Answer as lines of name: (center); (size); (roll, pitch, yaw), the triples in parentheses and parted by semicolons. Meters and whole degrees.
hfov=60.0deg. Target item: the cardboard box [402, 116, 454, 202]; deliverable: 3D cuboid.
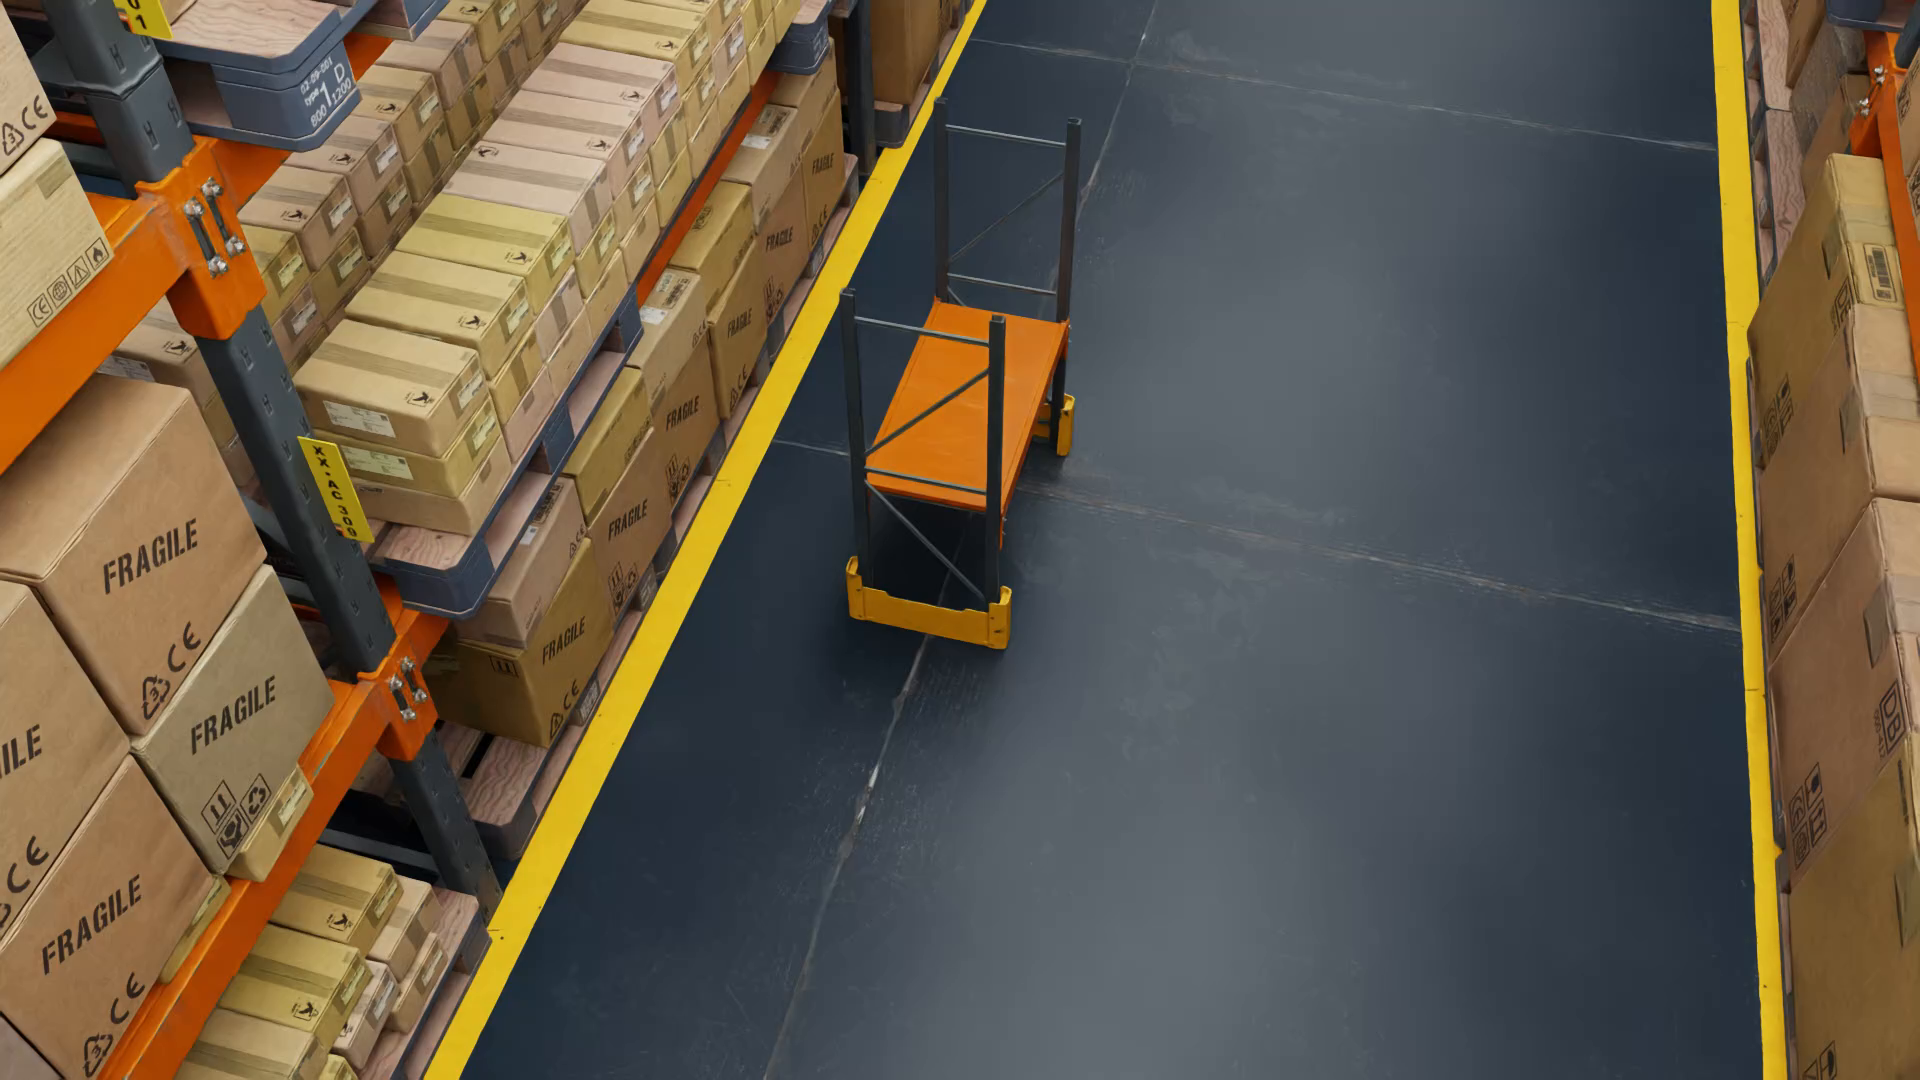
cardboard box: (-1.752, -1.163, 4.965); (0.380, 0.149, 0.250); (9, 49, 8)

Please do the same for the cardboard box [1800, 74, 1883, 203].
cardboard box: (4.028, -1.574, 7.012); (0.700, 0.500, 0.500); (9, 49, 8)

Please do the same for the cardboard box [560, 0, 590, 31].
cardboard box: (-1.478, -1.813, 5.737); (0.380, 0.149, 0.250); (13, 50, 11)

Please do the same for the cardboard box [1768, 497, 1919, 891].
cardboard box: (3.202, 0.577, 4.877); (1.225, 0.875, 0.875); (10, 49, 9)

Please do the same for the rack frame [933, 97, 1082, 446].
rack frame: (0.156, -0.926, 6.067); (0.500, 1.500, 0.032); (12, 50, 10)

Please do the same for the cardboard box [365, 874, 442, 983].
cardboard box: (-1.716, 1.071, 4.727); (0.380, 0.149, 0.250); (12, 50, 11)

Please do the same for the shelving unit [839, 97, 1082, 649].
shelving unit: (0.020, -0.551, 5.736); (0.587, 1.500, 1.083); (12, 50, 10)

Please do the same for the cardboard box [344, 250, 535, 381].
cardboard box: (-1.325, -0.576, 4.248); (0.380, 0.149, 0.250); (13, 50, 11)

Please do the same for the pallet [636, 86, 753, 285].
pallet: (-1.369, -1.316, 5.538); (1.003, 0.211, 1.213); (12, 50, 10)

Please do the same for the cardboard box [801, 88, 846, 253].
cardboard box: (-0.808, -1.603, 7.051); (0.500, 0.500, 0.500); (11, 50, 10)

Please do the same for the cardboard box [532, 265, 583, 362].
cardboard box: (-1.259, -0.649, 4.511); (0.380, 0.149, 0.250); (13, 50, 11)

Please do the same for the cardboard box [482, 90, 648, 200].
cardboard box: (-1.120, -1.126, 4.734); (0.380, 0.149, 0.250); (11, 50, 10)

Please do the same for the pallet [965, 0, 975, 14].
pallet: (-0.284, -3.331, 9.049); (1.003, 0.211, 1.213); (12, 50, 10)

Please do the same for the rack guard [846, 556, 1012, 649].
rack guard: (-0.111, 0.222, 5.887); (0.587, 0.250, 0.087); (12, 50, 10)

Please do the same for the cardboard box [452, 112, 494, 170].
cardboard box: (-1.687, -1.251, 5.241); (0.380, 0.149, 0.250); (14, 50, 12)

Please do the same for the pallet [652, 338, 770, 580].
pallet: (-1.417, -0.452, 6.508); (1.003, 0.211, 1.213); (12, 50, 10)

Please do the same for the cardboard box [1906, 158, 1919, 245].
cardboard box: (3.347, -1.129, 5.179); (0.500, 0.500, 0.500); (10, 49, 9)

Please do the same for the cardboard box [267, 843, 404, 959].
cardboard box: (-1.783, 0.990, 4.600); (0.380, 0.149, 0.250); (13, 50, 11)

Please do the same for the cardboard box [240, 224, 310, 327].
cardboard box: (-1.953, -0.702, 4.360); (0.380, 0.149, 0.250); (10, 49, 9)

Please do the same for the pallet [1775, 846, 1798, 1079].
pallet: (2.949, 1.476, 4.807); (1.003, 0.211, 1.213); (12, 50, 10)

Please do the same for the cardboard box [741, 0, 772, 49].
cardboard box: (-0.847, -1.781, 5.511); (0.380, 0.149, 0.250); (11, 50, 10)

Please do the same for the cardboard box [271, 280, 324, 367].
cardboard box: (-1.958, -0.598, 4.466); (0.380, 0.149, 0.250); (12, 50, 10)

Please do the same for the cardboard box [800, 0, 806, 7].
cardboard box: (-0.708, -2.062, 5.957); (0.380, 0.149, 0.250); (12, 50, 11)

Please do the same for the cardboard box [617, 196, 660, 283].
cardboard box: (-1.122, -0.923, 4.951); (0.380, 0.149, 0.250); (10, 49, 8)

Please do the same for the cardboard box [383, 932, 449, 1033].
cardboard box: (-1.715, 1.230, 4.786); (0.380, 0.149, 0.250); (12, 50, 11)

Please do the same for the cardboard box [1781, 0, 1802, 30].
cardboard box: (4.451, -2.793, 8.088); (0.700, 0.500, 0.500); (8, 49, 7)

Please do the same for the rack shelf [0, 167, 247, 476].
rack shelf: (-2.466, 0.766, 2.052); (1.077, 0.370, 4.000); (12, 50, 10)

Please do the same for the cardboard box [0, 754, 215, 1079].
cardboard box: (-1.933, 0.724, 3.346); (0.500, 0.500, 0.500); (10, 49, 9)

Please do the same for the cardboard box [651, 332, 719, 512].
cardboard box: (-1.227, -0.484, 6.064); (0.500, 0.500, 0.500); (12, 50, 11)

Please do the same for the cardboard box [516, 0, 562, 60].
cardboard box: (-1.546, -1.732, 5.467); (0.380, 0.149, 0.250); (11, 50, 10)

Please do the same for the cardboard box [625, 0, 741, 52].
cardboard box: (-0.916, -1.692, 5.233); (0.380, 0.149, 0.250); (14, 50, 12)

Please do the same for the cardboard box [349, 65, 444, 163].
cardboard box: (-1.746, -1.255, 4.848); (0.380, 0.149, 0.250); (10, 49, 9)

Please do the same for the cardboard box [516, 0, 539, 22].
cardboard box: (-1.540, -1.825, 5.350); (0.380, 0.149, 0.250); (13, 50, 11)

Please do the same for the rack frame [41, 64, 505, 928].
rack frame: (-1.940, 0.074, 4.184); (1.000, 3.000, 0.127); (12, 50, 10)

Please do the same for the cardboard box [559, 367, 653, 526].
cardboard box: (-1.353, -0.354, 5.449); (0.500, 0.250, 0.500); (13, 50, 11)

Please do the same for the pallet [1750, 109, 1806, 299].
pallet: (4.078, -1.409, 7.353); (1.003, 0.211, 1.213); (12, 50, 10)

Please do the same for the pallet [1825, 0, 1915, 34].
pallet: (3.956, -2.240, 6.354); (1.213, 0.211, 1.003); (12, 50, 10)

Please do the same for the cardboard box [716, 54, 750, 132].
cardboard box: (-0.916, -1.501, 5.461); (0.380, 0.149, 0.250); (13, 50, 11)

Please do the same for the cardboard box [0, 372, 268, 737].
cardboard box: (-1.803, 0.005, 3.313); (0.500, 0.500, 0.500); (10, 49, 9)

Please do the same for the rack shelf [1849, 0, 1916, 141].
rack shelf: (4.398, -2.976, 7.356); (1.077, 0.370, 4.000); (12, 50, 10)

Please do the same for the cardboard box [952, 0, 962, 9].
cardboard box: (-0.413, -3.269, 8.355); (1.050, 0.750, 0.750); (12, 50, 11)

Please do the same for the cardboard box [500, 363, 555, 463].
cardboard box: (-1.325, -0.377, 4.470); (0.380, 0.149, 0.250); (12, 50, 11)

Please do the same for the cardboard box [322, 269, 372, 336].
cardboard box: (-1.891, -0.676, 4.733); (0.380, 0.149, 0.250); (11, 50, 10)

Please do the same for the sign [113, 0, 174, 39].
sign: (-1.414, -0.988, 2.776); (0.100, 0.325, 0.005); (12, 50, 10)

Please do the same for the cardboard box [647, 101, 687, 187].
cardboard box: (-1.052, -1.224, 5.019); (0.380, 0.149, 0.250); (11, 49, 9)

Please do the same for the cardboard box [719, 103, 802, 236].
cardboard box: (-0.937, -1.465, 6.429); (0.500, 0.250, 0.500); (12, 50, 11)
